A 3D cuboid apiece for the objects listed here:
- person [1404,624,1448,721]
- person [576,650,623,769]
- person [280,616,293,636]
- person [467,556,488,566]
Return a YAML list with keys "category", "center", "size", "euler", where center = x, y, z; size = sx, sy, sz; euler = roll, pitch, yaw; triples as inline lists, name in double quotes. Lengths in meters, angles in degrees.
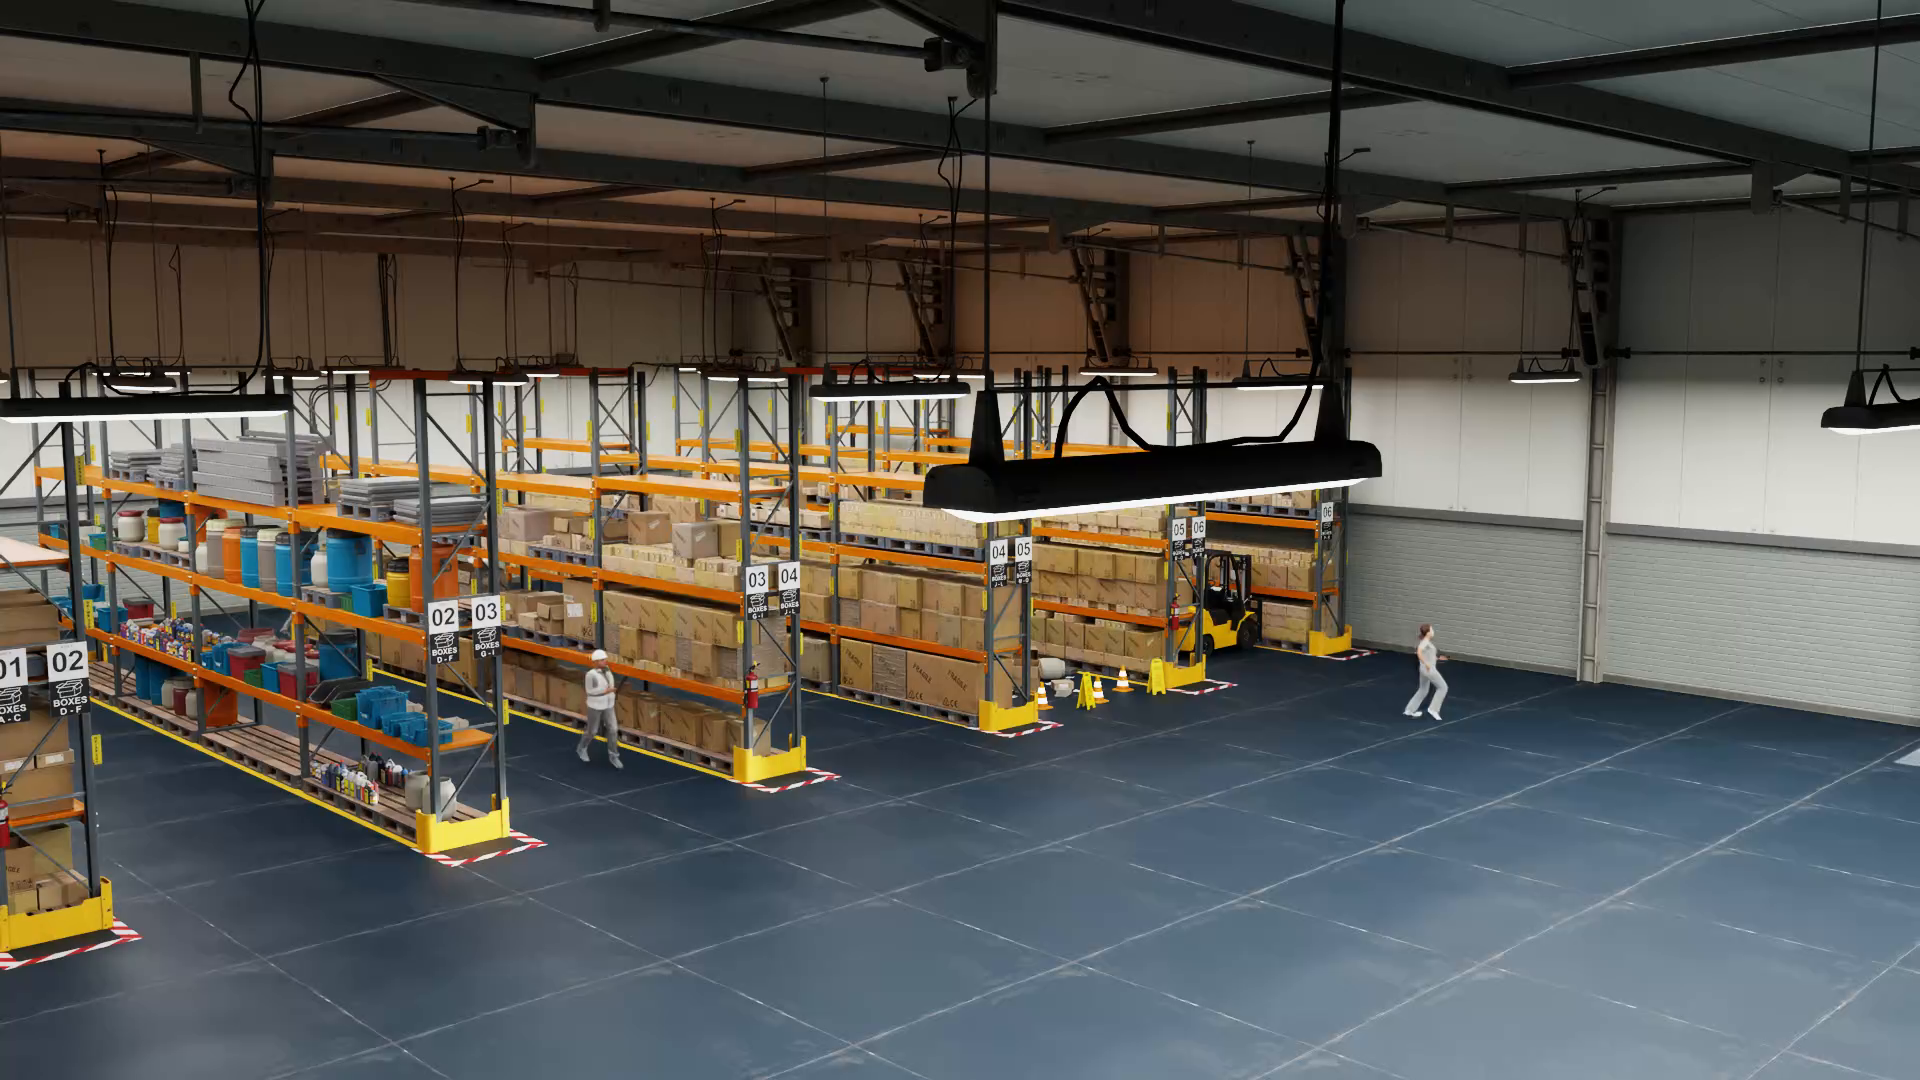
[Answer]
- category: "person"
  center: [8.058, 2.288, 28.684]
  size: [0.718, 1.687, 0.570]
  euler: [0, 6, 3]
- category: "person"
  center: [-5.522, 2.564, 25.427]
  size: [0.907, 1.804, 0.635]
  euler: [5, 8, 37]
- category: "person"
  center: [-14.650, 1.350, 36.814]
  size: [0.819, 1.742, 0.619]
  euler: [-5, 8, -38]
- category: "person"
  center: [-11.535, 0.967, 39.858]
  size: [0.725, 1.720, 0.588]
  euler: [1, 7, 10]
